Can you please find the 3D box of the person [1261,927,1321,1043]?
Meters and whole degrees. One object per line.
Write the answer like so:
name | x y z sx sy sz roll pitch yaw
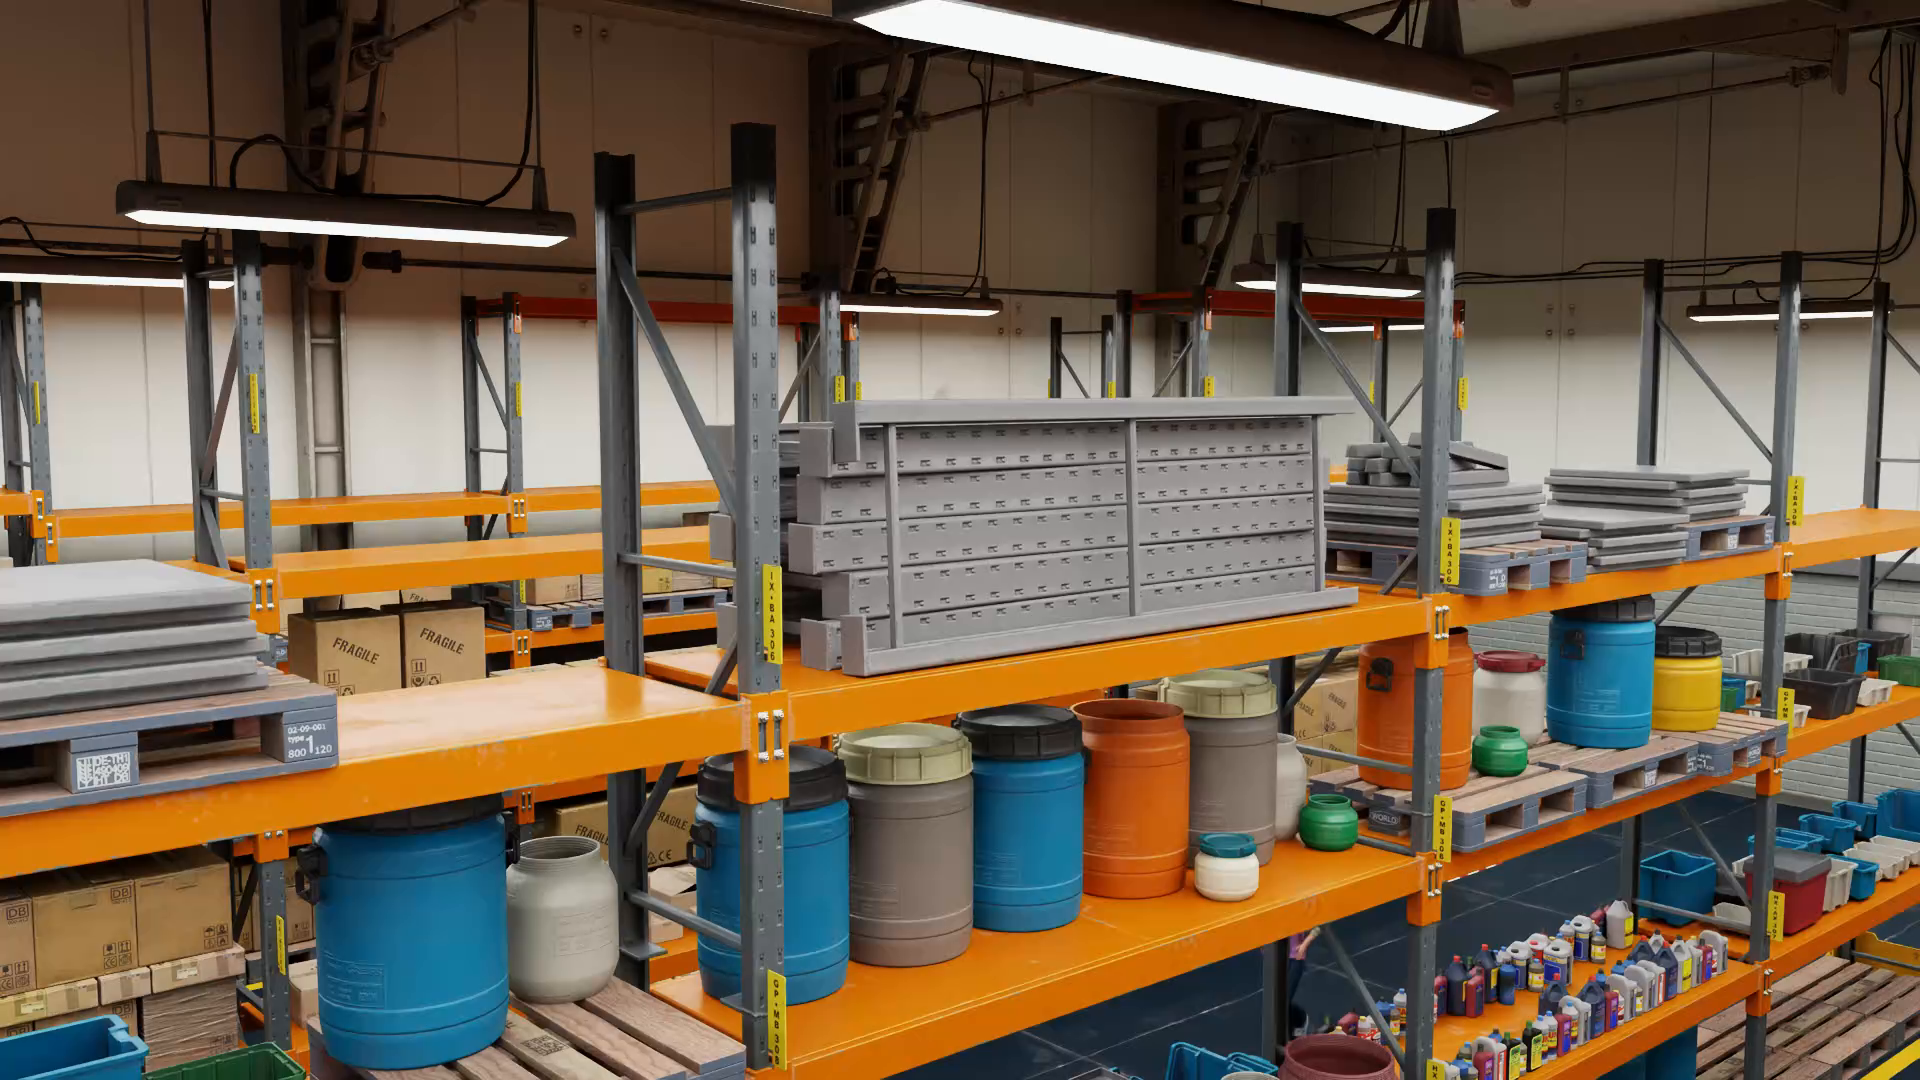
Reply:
person | 2.459 3.185 12.692 0.526 1.556 0.536 4 7 38
